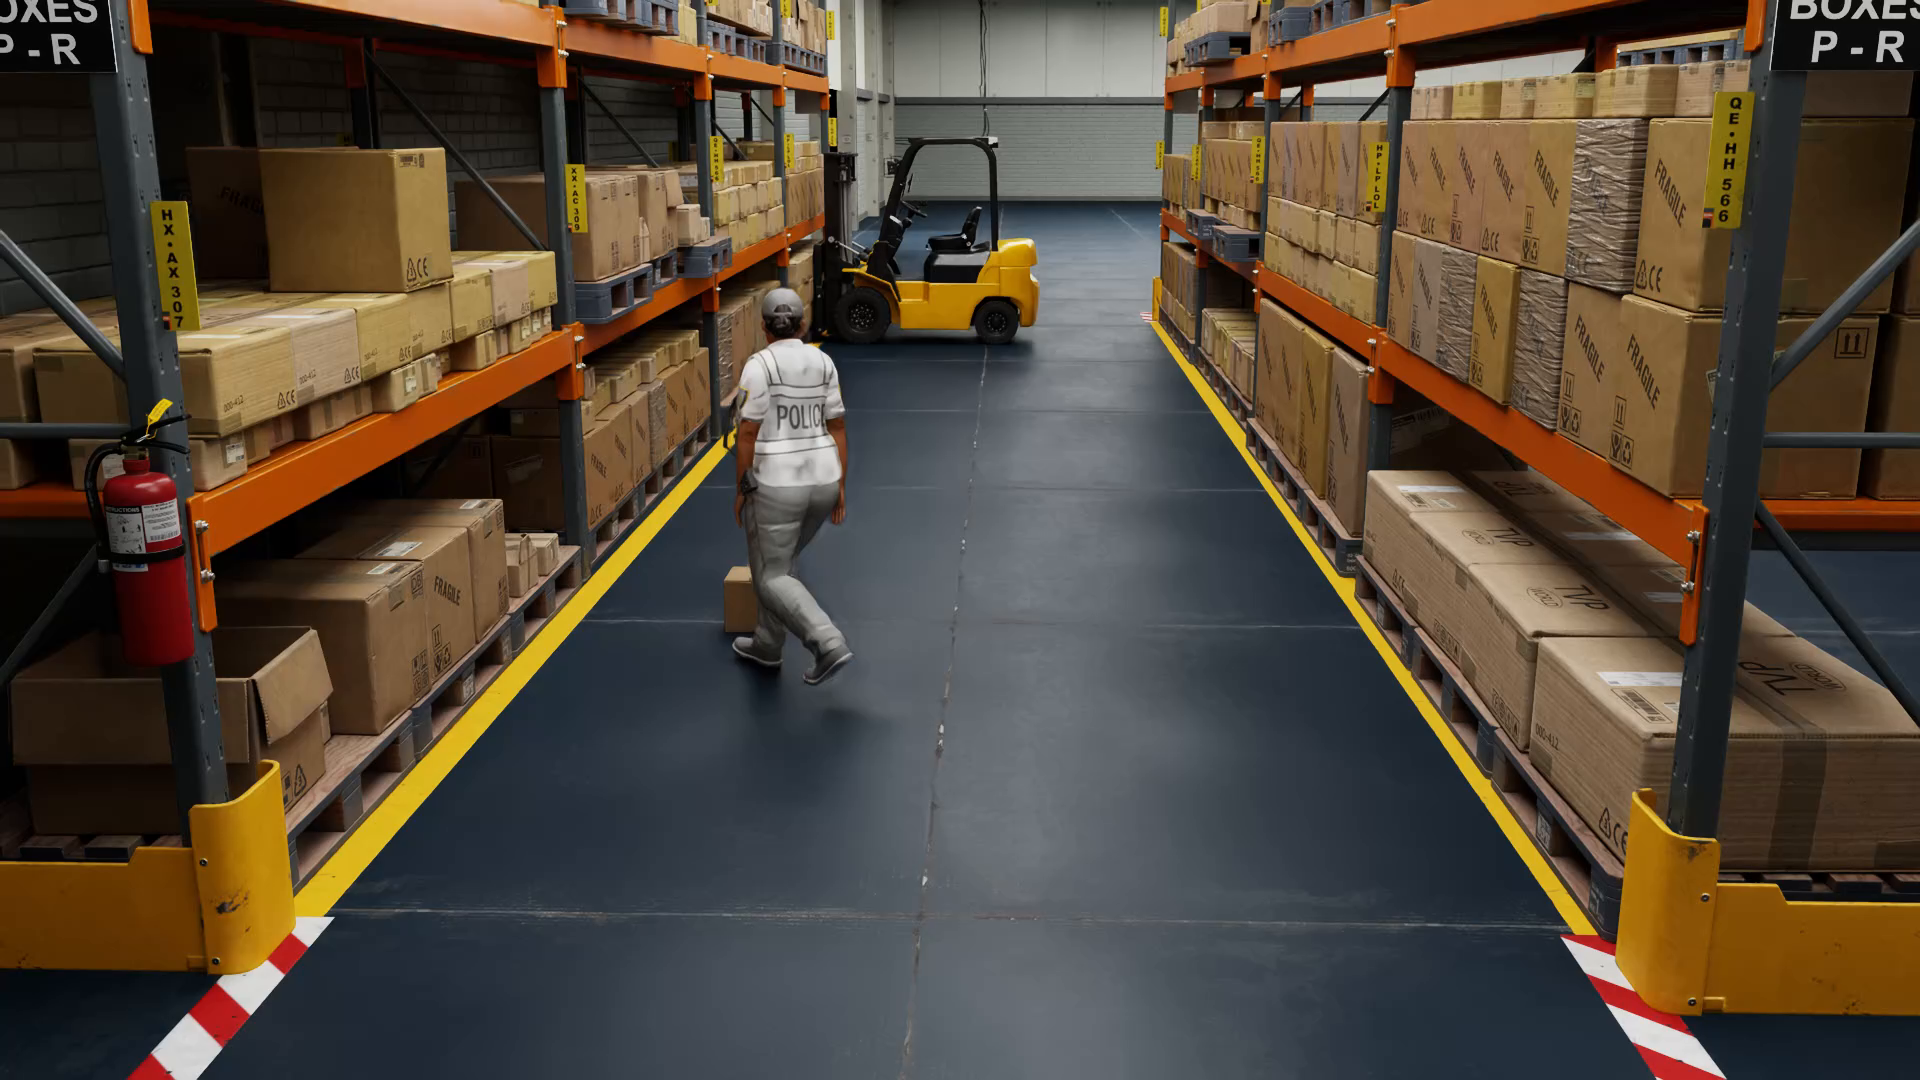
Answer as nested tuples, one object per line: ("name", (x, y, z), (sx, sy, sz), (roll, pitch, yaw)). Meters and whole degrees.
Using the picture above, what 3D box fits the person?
("person", (-0.677, -0.213, 6.856), (0.906, 1.624, 0.488), (12, 18, 40))
